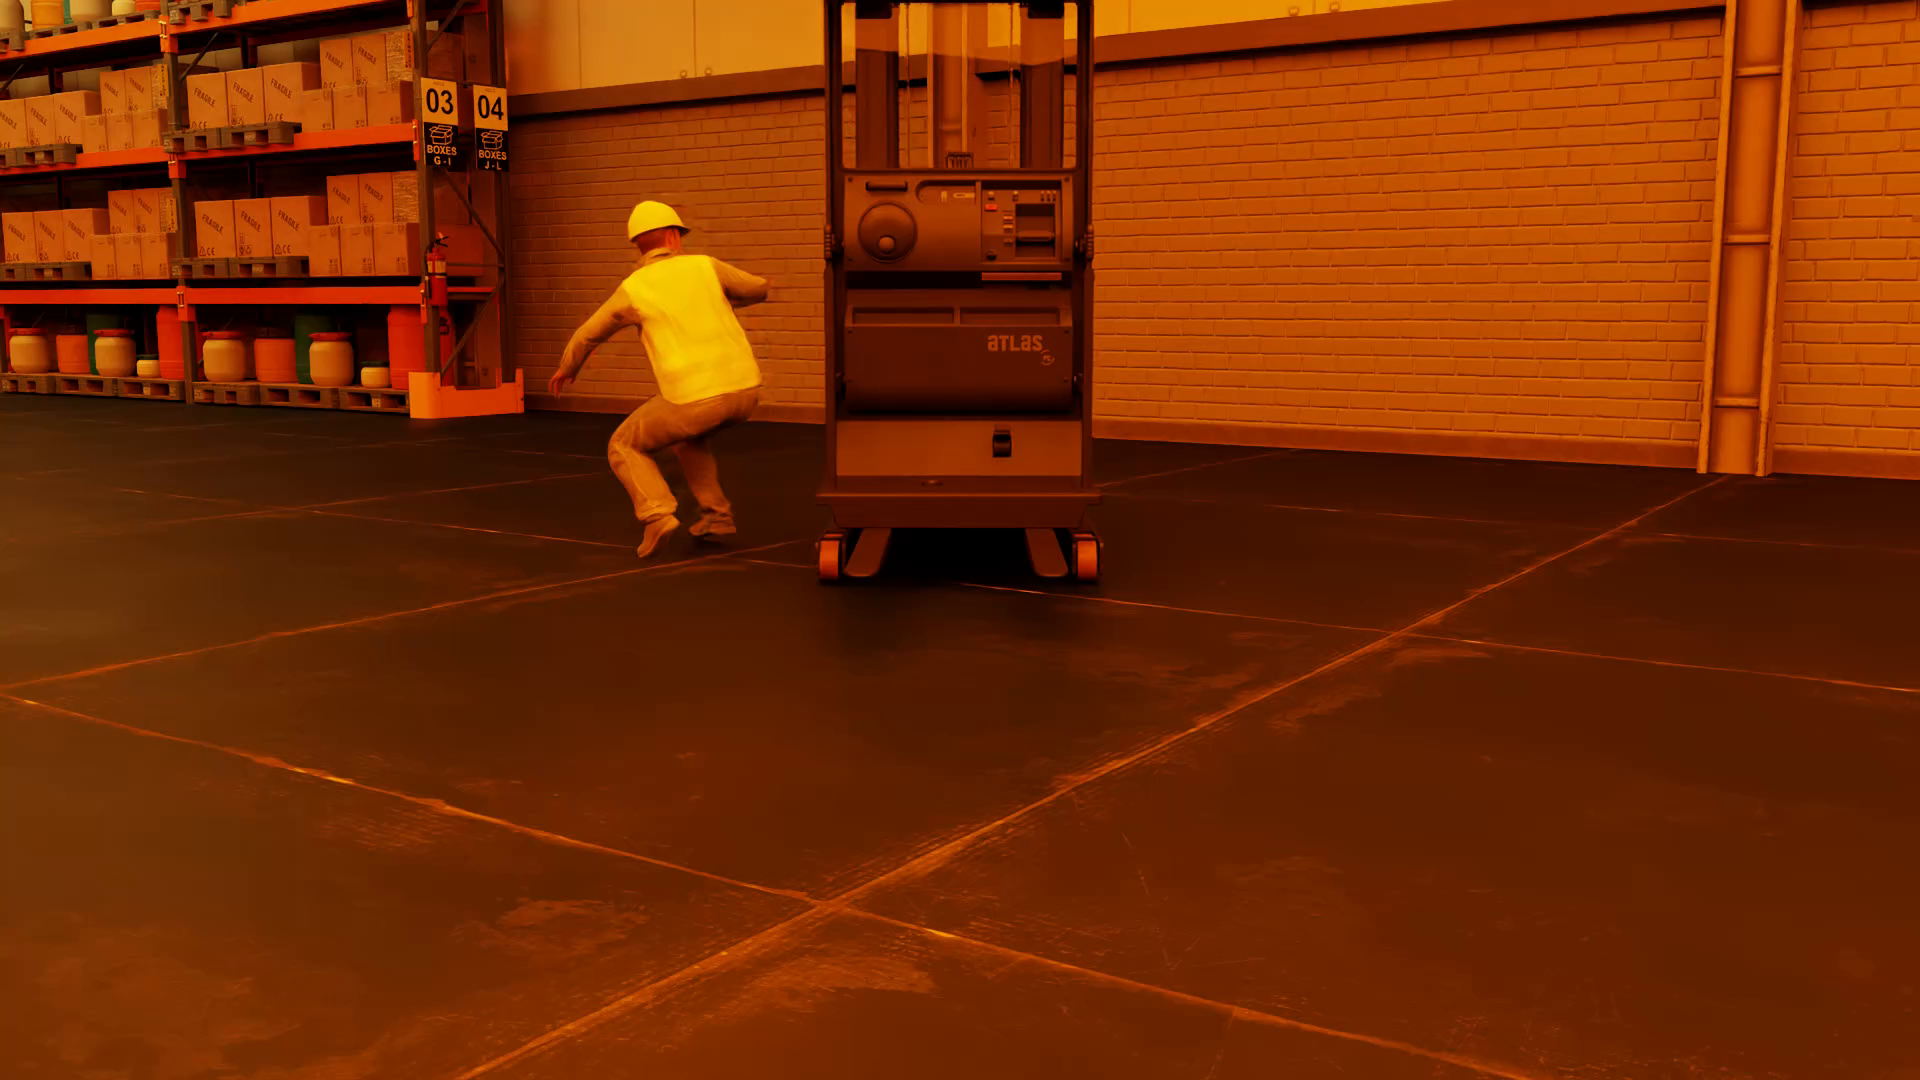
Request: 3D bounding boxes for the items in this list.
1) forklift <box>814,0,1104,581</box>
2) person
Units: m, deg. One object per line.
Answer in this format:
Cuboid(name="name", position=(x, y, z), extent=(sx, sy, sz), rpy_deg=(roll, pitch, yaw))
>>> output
Cuboid(name="forklift", position=(-0.004, -1.331, 6.556), extent=(1.130, 2.935, 3.031), rpy_deg=(0, 8, 0))
Cuboid(name="person", position=(-1.261, -0.697, 7.215), extent=(0.782, 1.515, 0.916), rpy_deg=(-8, 11, -43))
